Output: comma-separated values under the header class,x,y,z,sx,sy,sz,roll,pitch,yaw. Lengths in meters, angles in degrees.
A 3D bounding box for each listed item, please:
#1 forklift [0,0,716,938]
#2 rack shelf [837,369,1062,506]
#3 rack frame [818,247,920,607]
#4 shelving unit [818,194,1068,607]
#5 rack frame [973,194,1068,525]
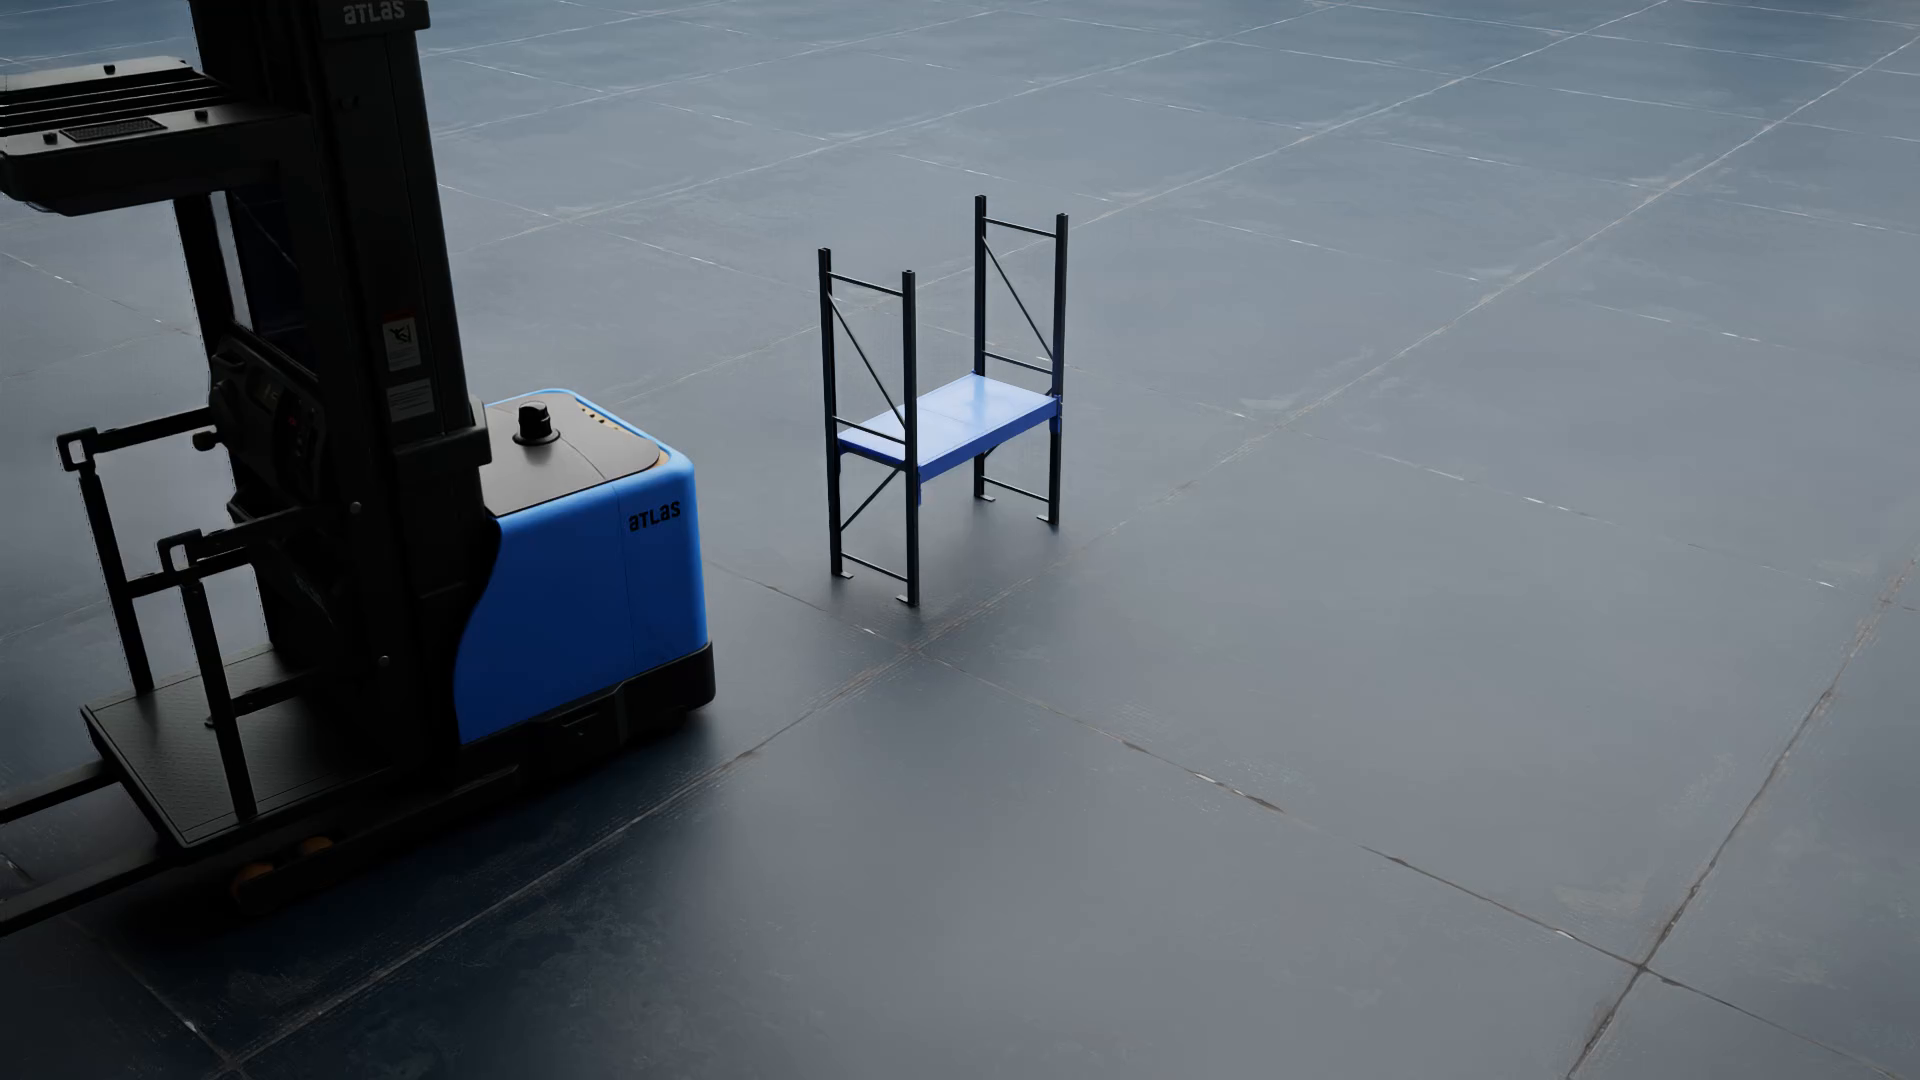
class,x,y,z,sx,sy,sz,roll,pitch,yaw
forklift,-2.388,-0.360,5.256,3.031,2.935,1.130,-22,34,-36
rack shelf,-0.054,-0.476,7.430,0.538,0.185,1.000,21,34,34
rack frame,-0.378,-0.456,6.999,0.500,1.500,0.032,21,34,34
shelving unit,-0.054,-0.636,7.347,0.538,1.500,1.048,21,34,34
rack frame,0.269,-0.816,7.695,0.500,1.500,0.032,21,34,34
